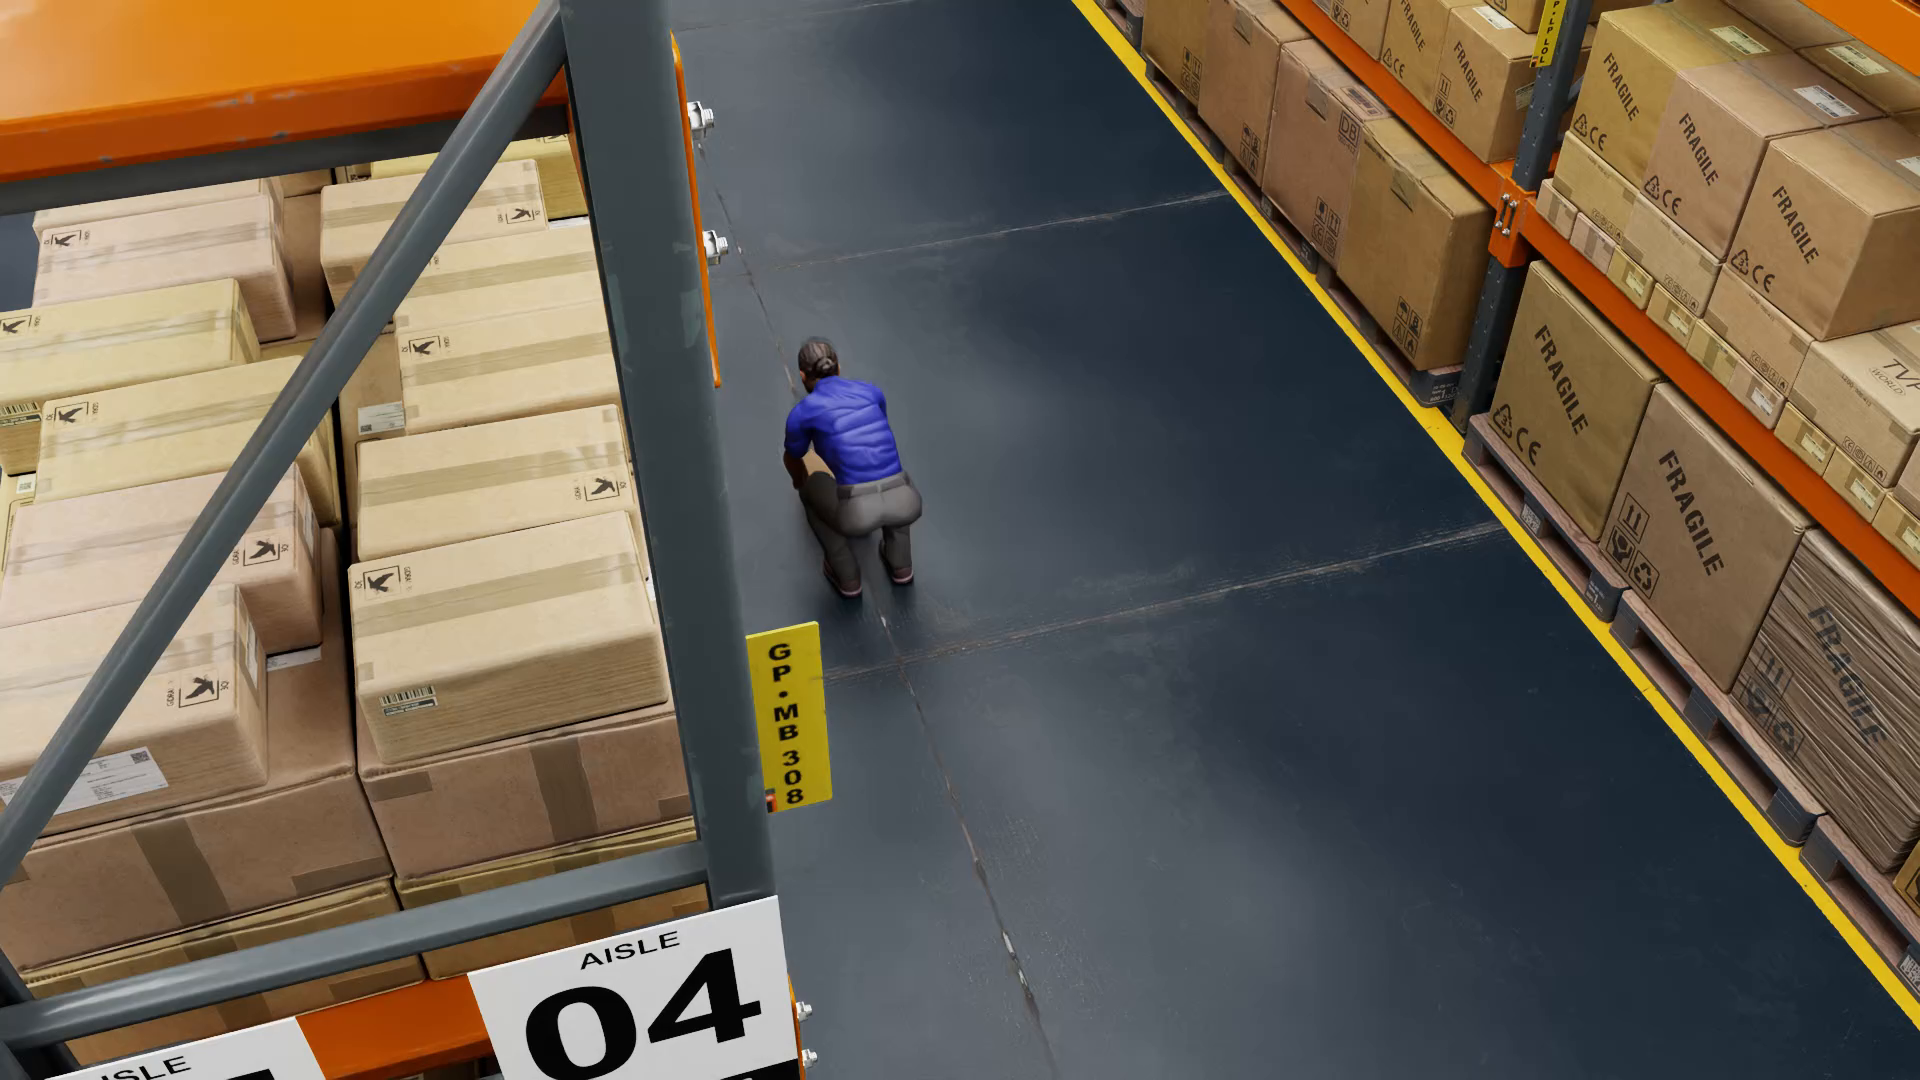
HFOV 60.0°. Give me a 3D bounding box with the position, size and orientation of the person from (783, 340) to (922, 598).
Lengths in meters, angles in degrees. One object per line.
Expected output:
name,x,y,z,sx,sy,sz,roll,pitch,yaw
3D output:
person,-0.457,-0.275,6.991,0.487,0.954,0.789,-14,44,-14
